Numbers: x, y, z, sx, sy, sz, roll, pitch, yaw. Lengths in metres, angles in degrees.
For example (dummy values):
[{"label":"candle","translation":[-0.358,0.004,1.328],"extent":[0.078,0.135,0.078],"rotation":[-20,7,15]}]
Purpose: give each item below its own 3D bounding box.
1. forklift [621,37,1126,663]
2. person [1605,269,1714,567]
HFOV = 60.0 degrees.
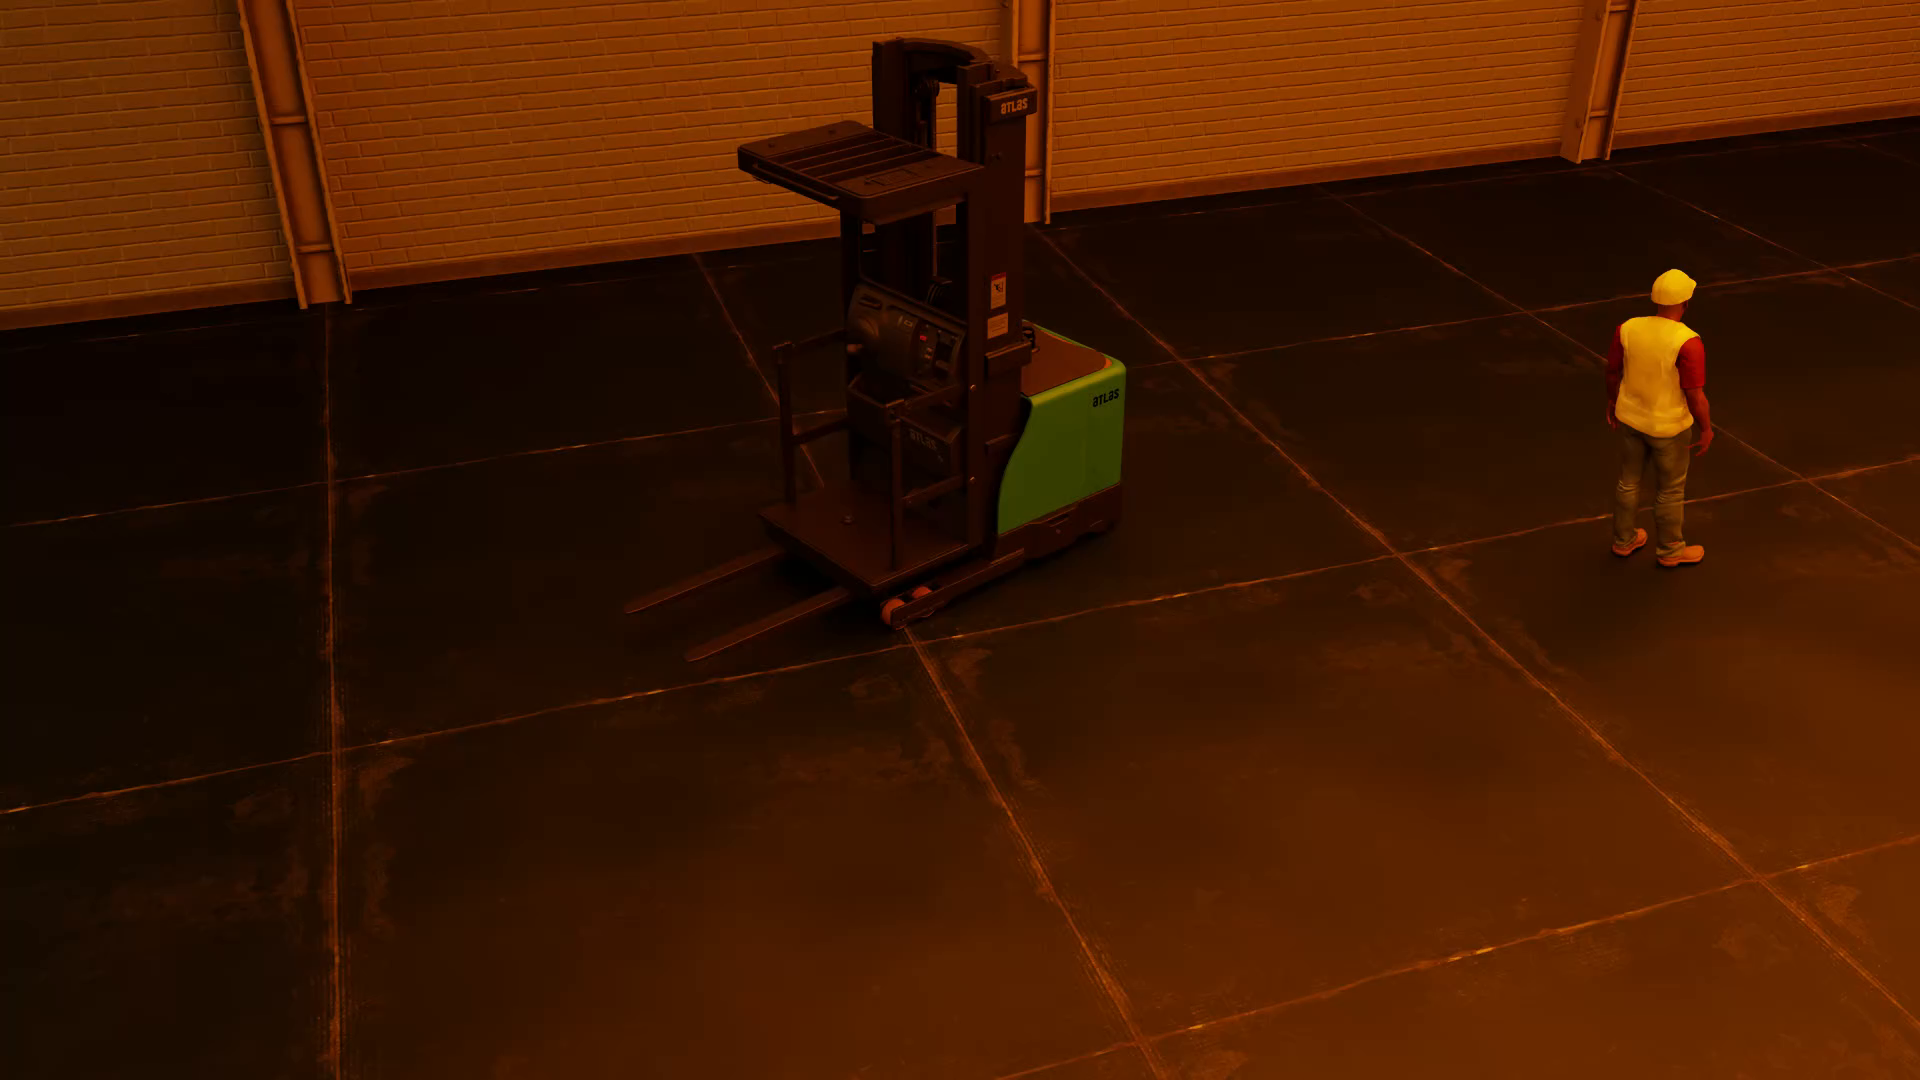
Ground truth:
[{"label":"forklift","translation":[-0.461,-1.072,8.951],"extent":[3.031,2.935,1.130],"rotation":[-23,37,-34]},{"label":"person","translation":[4.004,-0.708,9.471],"extent":[0.576,1.767,0.665],"rotation":[-18,35,-29]}]
